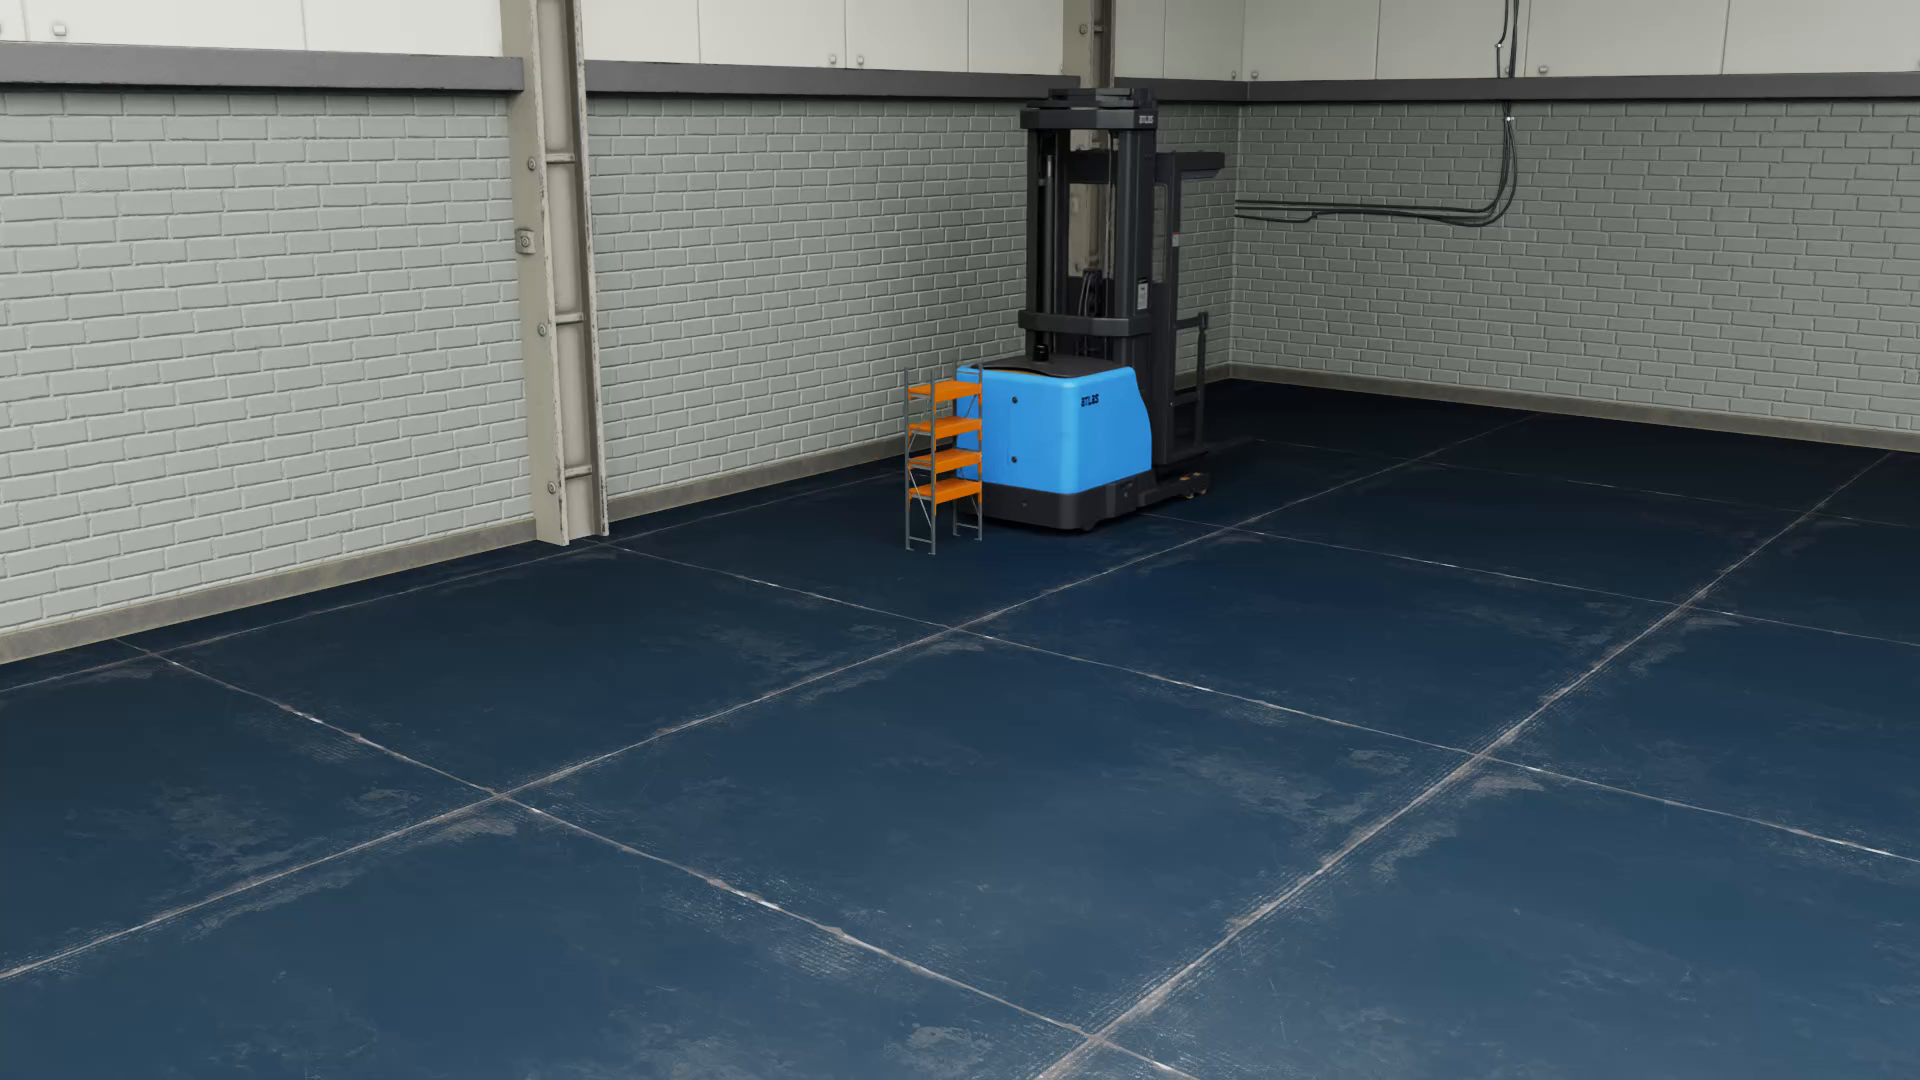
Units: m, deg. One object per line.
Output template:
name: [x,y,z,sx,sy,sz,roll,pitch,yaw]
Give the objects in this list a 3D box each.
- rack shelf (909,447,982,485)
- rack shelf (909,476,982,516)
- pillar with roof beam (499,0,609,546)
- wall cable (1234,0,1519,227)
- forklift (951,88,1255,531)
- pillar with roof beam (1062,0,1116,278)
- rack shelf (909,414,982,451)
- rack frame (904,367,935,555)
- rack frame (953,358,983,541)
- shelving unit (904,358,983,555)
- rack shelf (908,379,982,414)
rack shelf: [-0.104,-0.485,10.867,0.258,0.148,0.480,11,18,38]
rack shelf: [-0.104,-0.292,10.916,0.258,0.148,0.480,11,18,38]
pillar with roof beam: [0.733,-3.718,7.484,9.100,9.000,0.400,11,18,38]
wall cable: [4.035,-4.388,16.427,3.097,2.526,0.112,11,18,38]
forklift: [1.222,-1.786,12.201,1.130,2.935,3.031,10,18,35]
pillar with roof beam: [4.504,-4.867,12.007,9.100,9.000,0.400,11,18,38]
rack shelf: [-0.104,-0.701,10.812,0.258,0.148,0.480,11,18,38]
rack frame: [-0.257,-0.503,10.666,0.240,1.200,0.015,11,18,38]
rack frame: [0.049,-0.597,11.034,0.240,1.200,0.015,11,18,38]
shelving unit: [-0.104,-0.550,10.850,0.258,1.200,0.503,11,18,38]
rack shelf: [-0.104,-0.931,10.754,0.258,0.148,0.480,11,18,38]
